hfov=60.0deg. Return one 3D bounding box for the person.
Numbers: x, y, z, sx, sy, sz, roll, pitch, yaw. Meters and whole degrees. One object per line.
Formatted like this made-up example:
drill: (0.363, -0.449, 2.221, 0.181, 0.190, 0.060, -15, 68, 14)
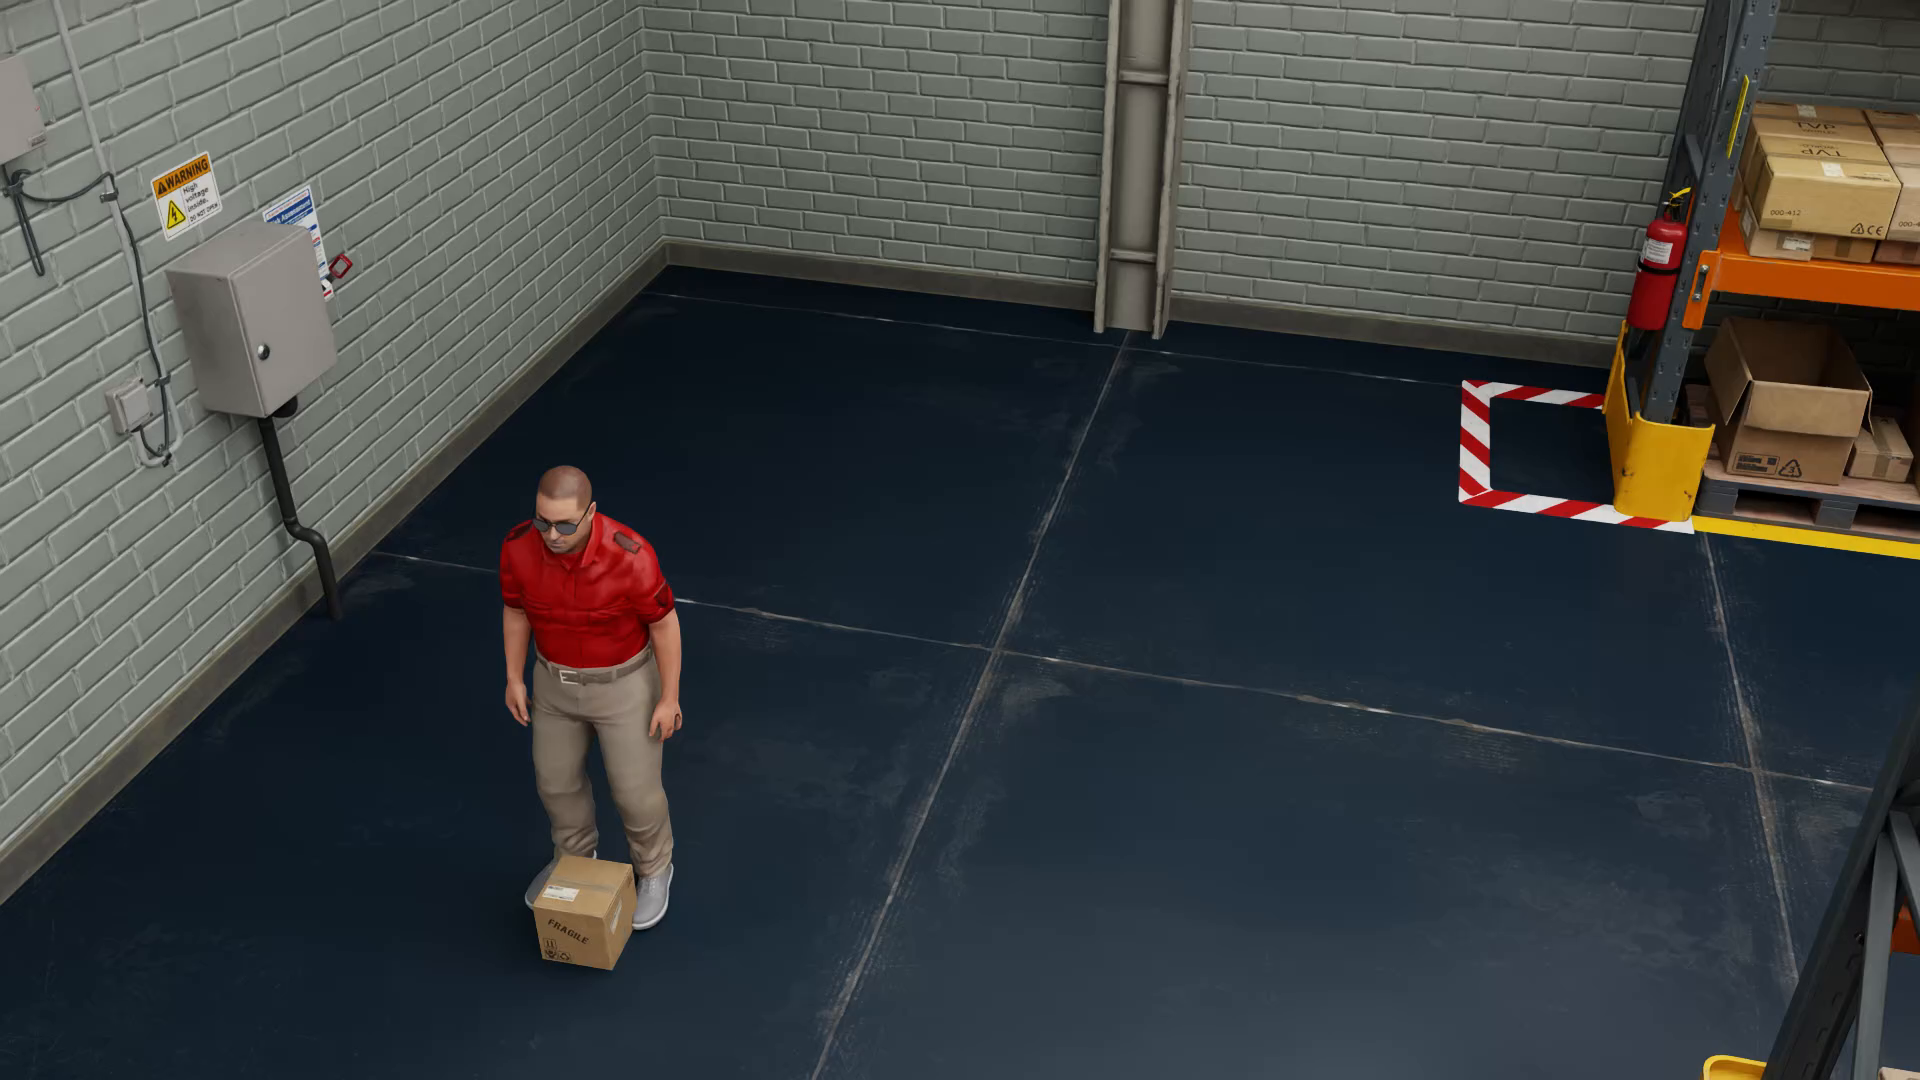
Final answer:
person: (-1.192, 0.491, 5.384, 0.605, 1.726, 0.402, 6, 33, 9)
